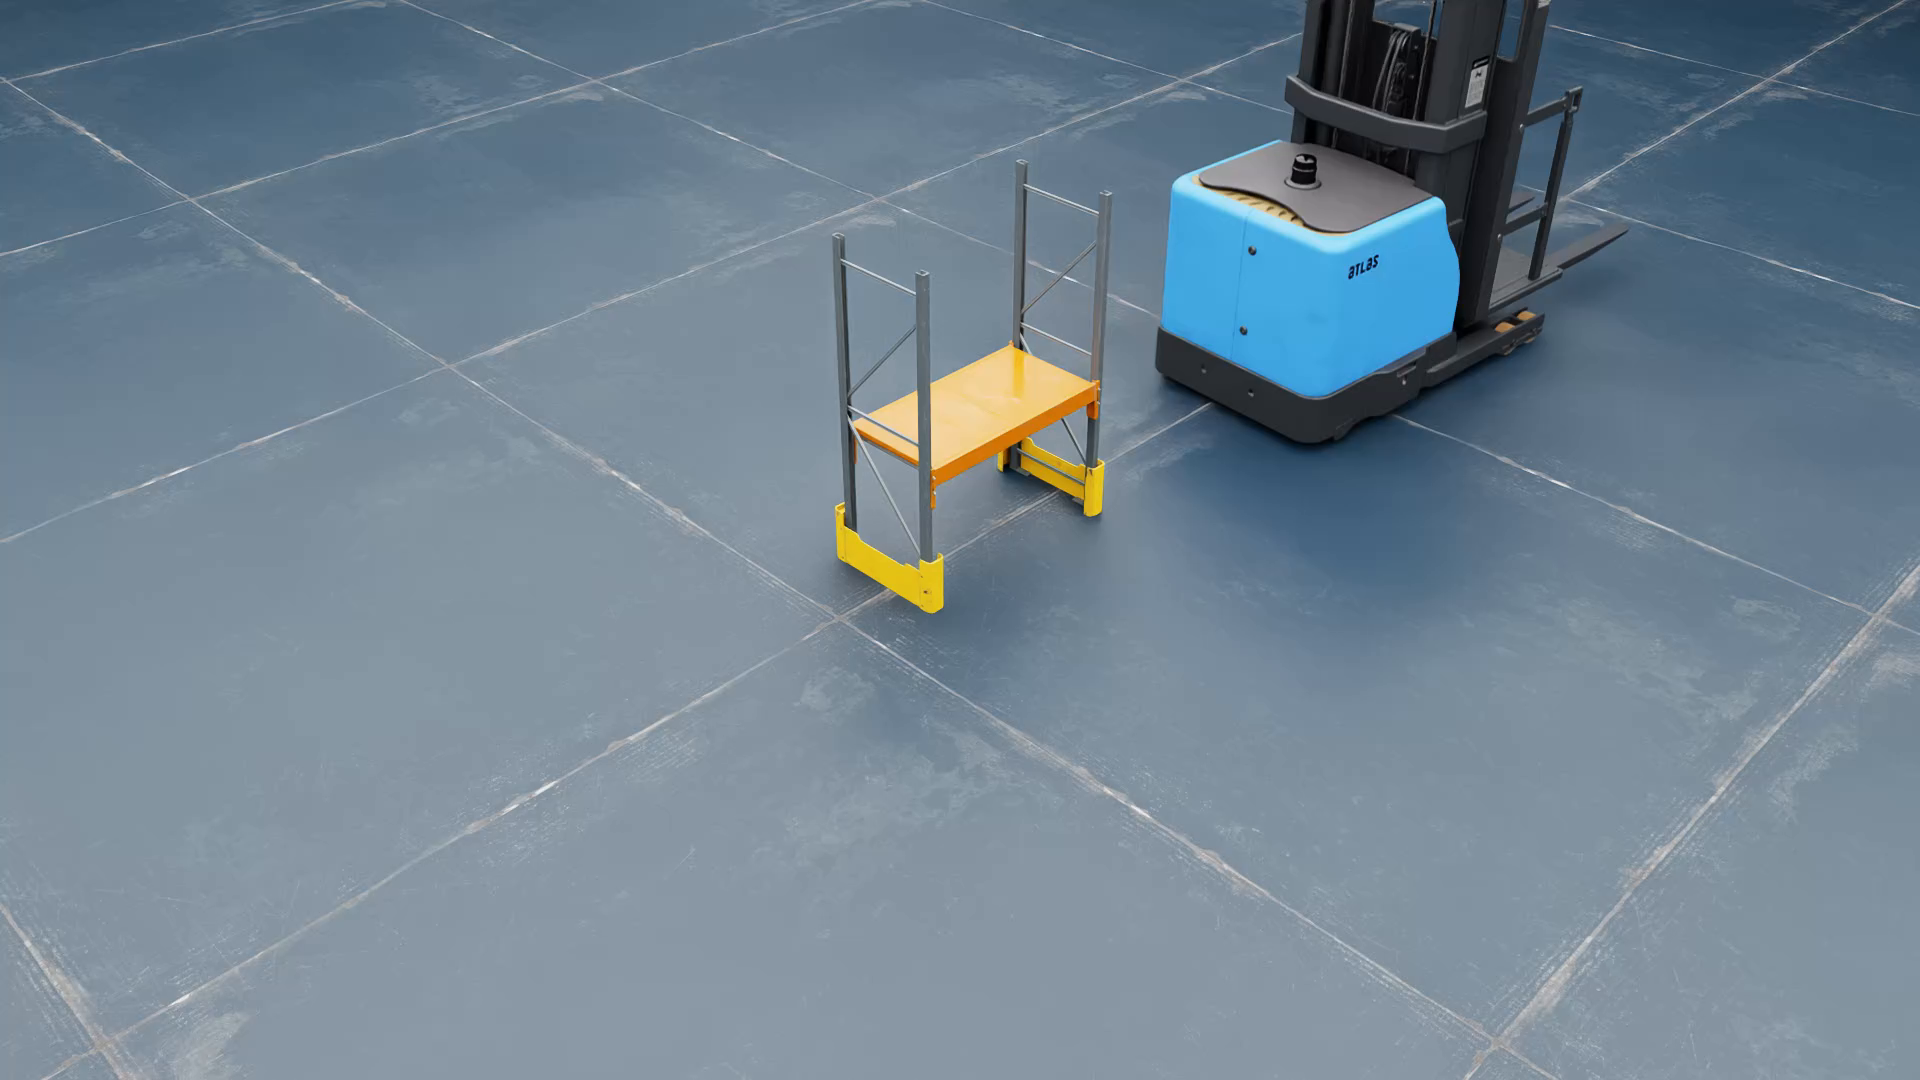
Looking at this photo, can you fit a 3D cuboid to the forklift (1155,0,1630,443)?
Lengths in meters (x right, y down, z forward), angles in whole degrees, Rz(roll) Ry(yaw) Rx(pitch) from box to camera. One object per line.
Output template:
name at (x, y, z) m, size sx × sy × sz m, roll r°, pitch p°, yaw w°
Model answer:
forklift at (2.425, -2.364, 8.078) m, size 3.031 × 2.935 × 1.130 m, roll -26°, pitch 43°, yaw -33°

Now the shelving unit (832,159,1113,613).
shelving unit at (0.054, -0.646, 6.865) m, size 0.587 × 1.500 × 1.083 m, roll 30°, pitch 45°, yaw 35°

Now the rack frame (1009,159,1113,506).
rack frame at (0.418, -0.856, 7.167) m, size 0.500 × 1.500 × 0.032 m, roll 30°, pitch 45°, yaw 35°

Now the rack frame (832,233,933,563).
rack frame at (-0.298, -0.443, 6.575) m, size 0.500 × 1.500 × 0.032 m, roll 30°, pitch 45°, yaw 35°

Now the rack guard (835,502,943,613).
rack guard at (-0.297, 0.069, 6.933) m, size 0.587 × 0.250 × 0.087 m, roll 30°, pitch 45°, yaw 35°

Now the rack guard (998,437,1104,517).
rack guard at (0.405, -0.336, 7.513) m, size 0.587 × 0.250 × 0.087 m, roll 30°, pitch 45°, yaw 35°

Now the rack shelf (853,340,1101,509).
rack shelf at (0.060, -0.502, 6.974) m, size 0.538 × 0.185 × 1.000 m, roll 30°, pitch 45°, yaw 35°
